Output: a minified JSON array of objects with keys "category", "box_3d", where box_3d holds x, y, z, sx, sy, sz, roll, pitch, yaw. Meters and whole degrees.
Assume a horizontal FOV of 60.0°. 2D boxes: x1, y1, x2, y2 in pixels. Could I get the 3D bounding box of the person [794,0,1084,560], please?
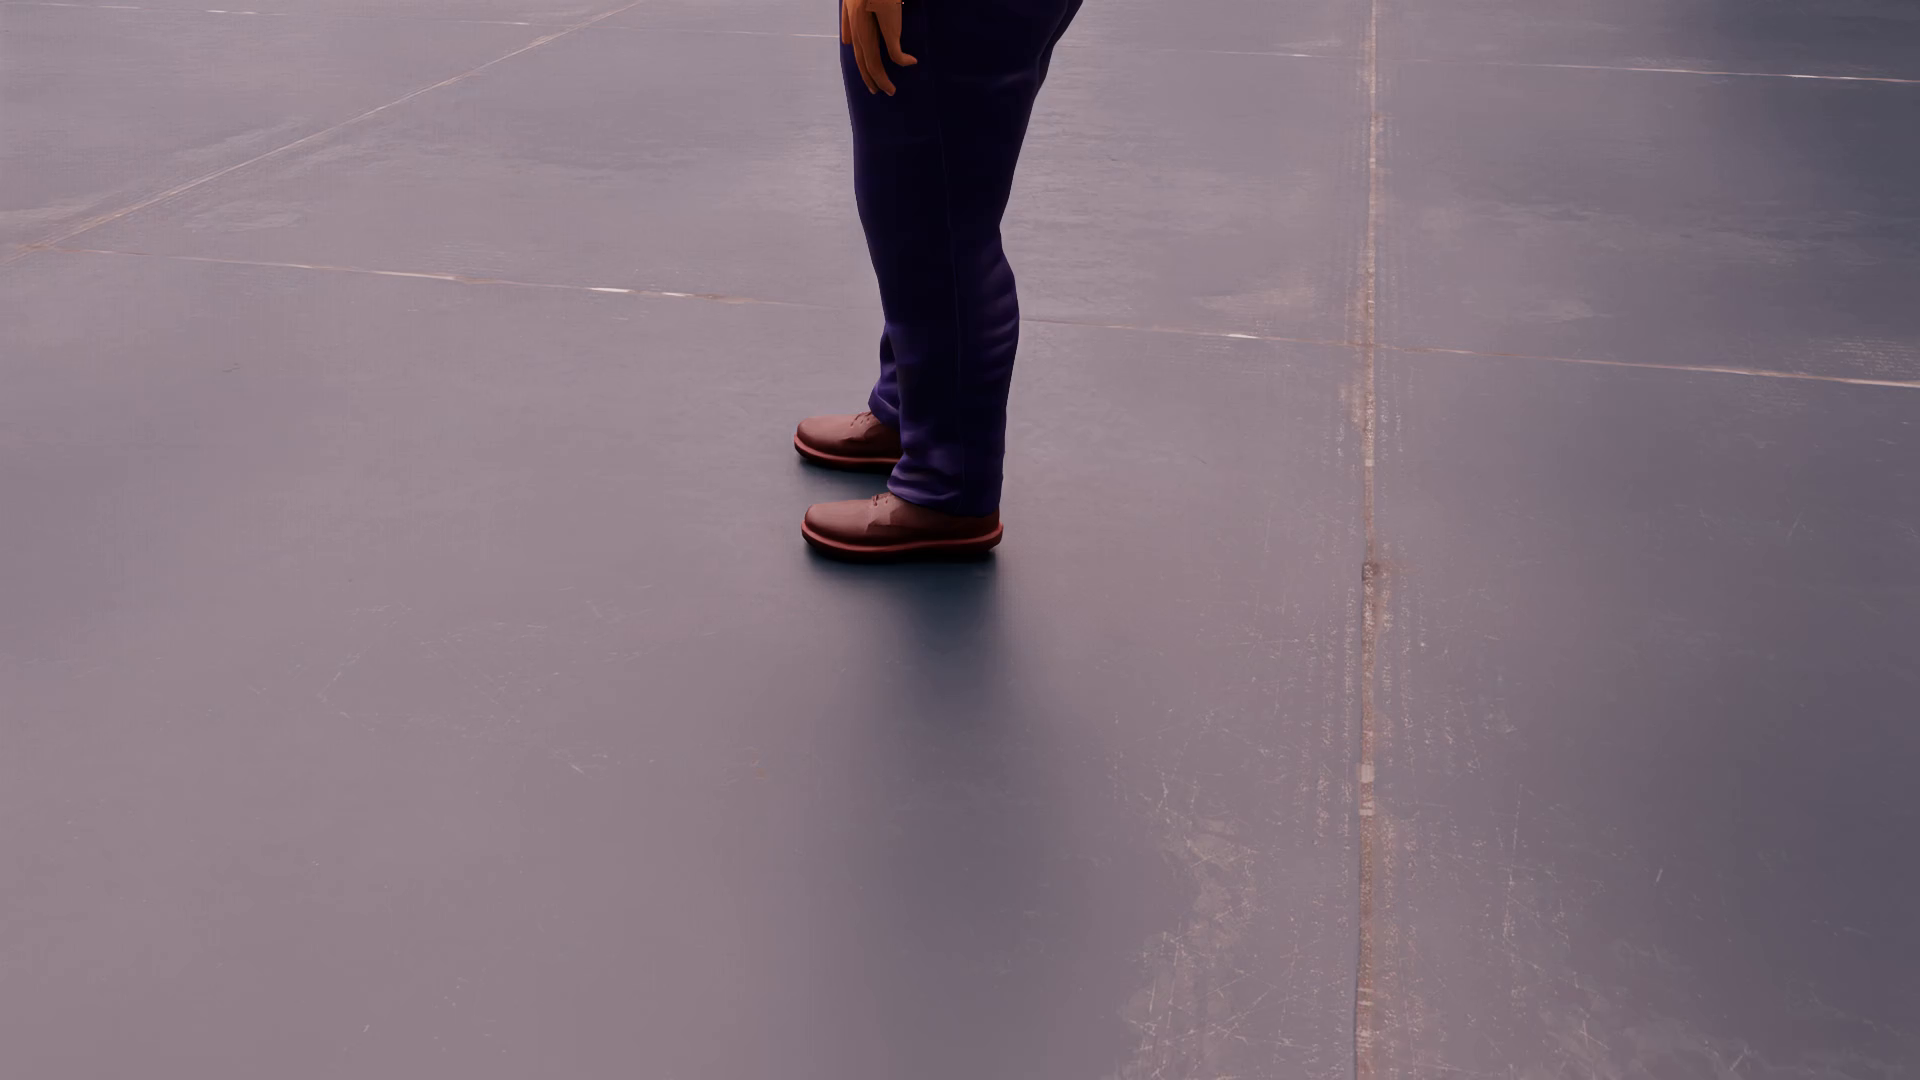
[{"category":"person","box_3d":[-0.082,-0.761,2.163,0.503,1.650,0.599,6,27,11]}]
